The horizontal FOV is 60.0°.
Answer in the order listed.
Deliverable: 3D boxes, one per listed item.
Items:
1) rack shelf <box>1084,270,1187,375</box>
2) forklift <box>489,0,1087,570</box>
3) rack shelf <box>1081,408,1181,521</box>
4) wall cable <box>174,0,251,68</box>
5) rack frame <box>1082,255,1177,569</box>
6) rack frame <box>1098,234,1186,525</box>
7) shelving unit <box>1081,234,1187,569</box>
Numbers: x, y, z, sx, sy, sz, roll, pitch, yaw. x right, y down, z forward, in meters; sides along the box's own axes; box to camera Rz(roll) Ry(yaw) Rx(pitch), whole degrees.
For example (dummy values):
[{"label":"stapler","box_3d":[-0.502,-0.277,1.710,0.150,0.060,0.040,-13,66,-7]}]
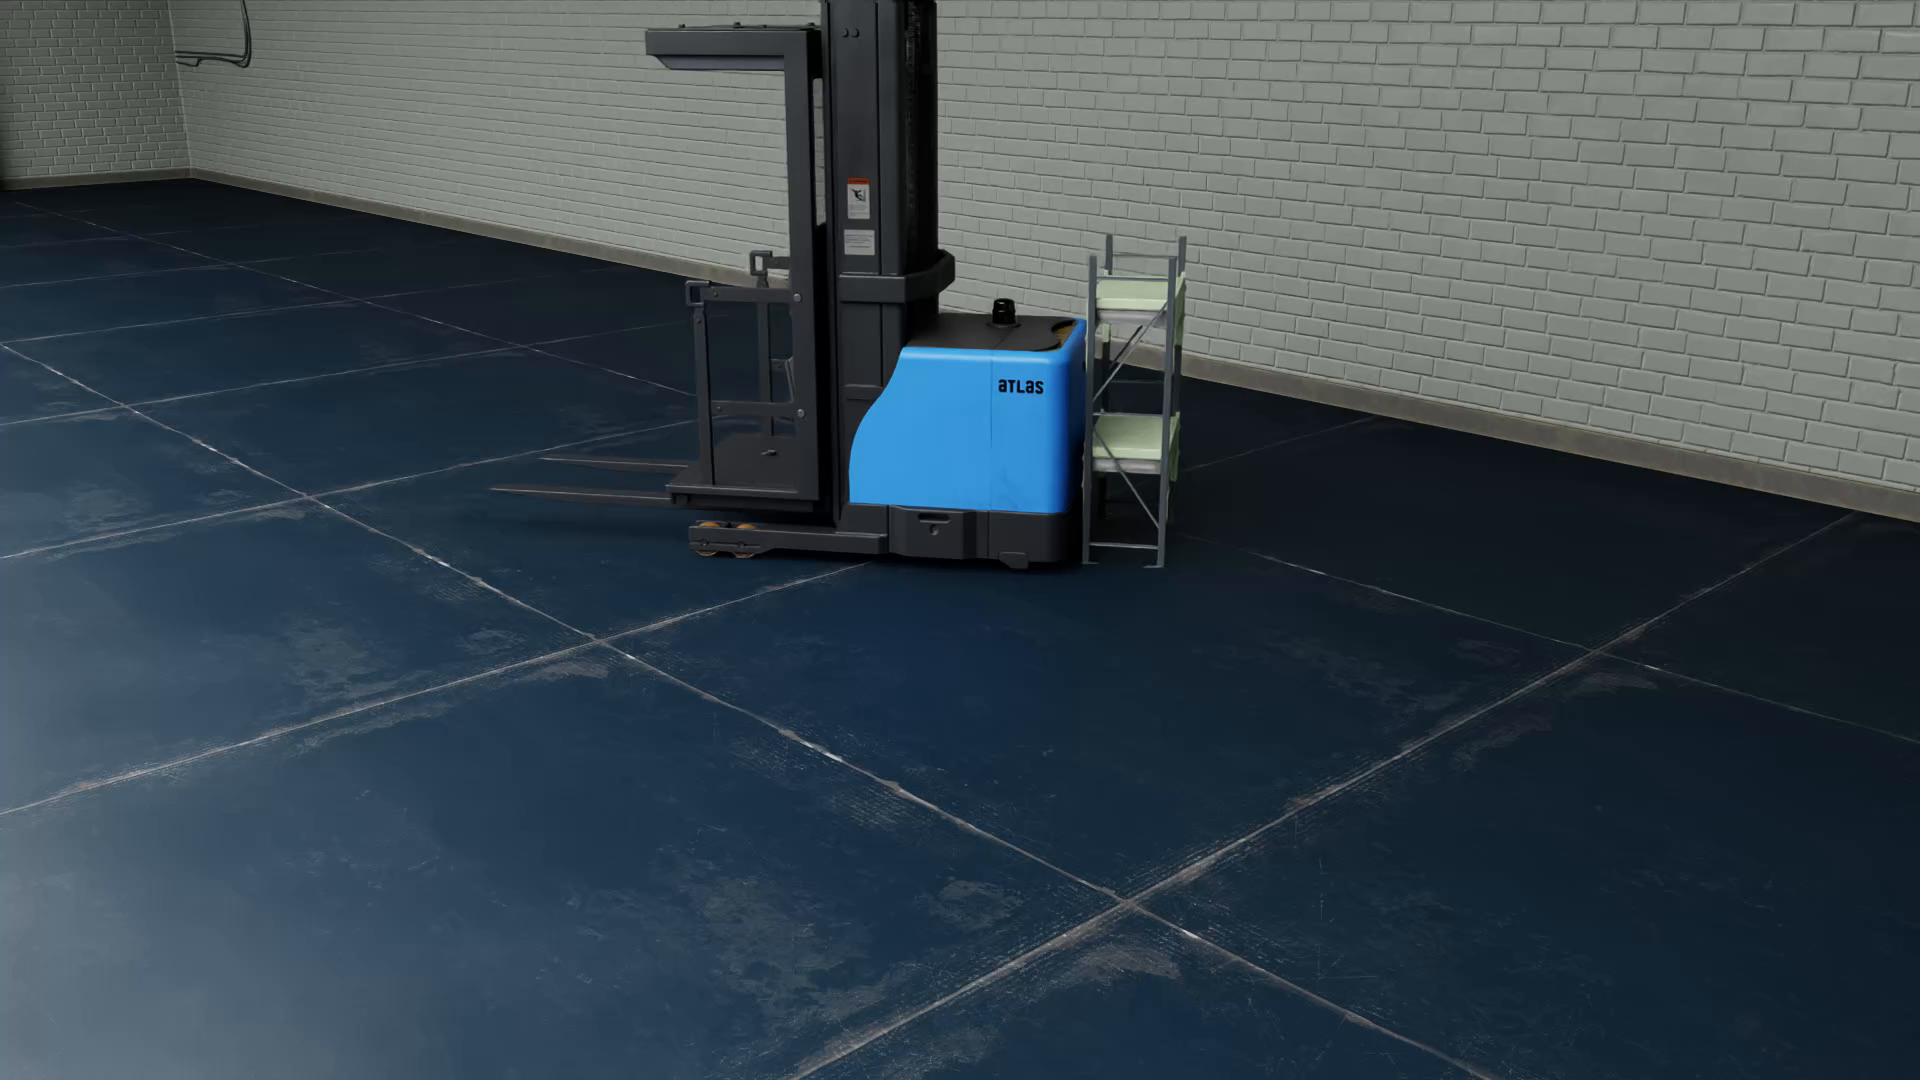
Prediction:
[{"label":"rack shelf","box_3d":[0.862,-1.070,8.088,0.431,0.370,0.720,3,18,10]},{"label":"forklift","box_3d":[-0.882,-1.459,8.231,3.031,2.935,1.130,3,18,10]},{"label":"rack shelf","box_3d":[0.862,-0.389,8.308,0.431,0.370,0.720,3,18,10]},{"label":"wall cable","box_3d":[-10.971,-8.110,23.943,0.112,2.526,3.097,-16,24,-41]},{"label":"rack frame","box_3d":[0.793,-0.588,7.866,0.400,1.500,0.023,3,18,10]},{"label":"rack frame","box_3d":[0.931,-0.810,8.550,0.400,1.500,0.023,3,18,10]},{"label":"shelving unit","box_3d":[0.862,-0.699,8.208,0.431,1.500,0.755,3,18,10]}]
